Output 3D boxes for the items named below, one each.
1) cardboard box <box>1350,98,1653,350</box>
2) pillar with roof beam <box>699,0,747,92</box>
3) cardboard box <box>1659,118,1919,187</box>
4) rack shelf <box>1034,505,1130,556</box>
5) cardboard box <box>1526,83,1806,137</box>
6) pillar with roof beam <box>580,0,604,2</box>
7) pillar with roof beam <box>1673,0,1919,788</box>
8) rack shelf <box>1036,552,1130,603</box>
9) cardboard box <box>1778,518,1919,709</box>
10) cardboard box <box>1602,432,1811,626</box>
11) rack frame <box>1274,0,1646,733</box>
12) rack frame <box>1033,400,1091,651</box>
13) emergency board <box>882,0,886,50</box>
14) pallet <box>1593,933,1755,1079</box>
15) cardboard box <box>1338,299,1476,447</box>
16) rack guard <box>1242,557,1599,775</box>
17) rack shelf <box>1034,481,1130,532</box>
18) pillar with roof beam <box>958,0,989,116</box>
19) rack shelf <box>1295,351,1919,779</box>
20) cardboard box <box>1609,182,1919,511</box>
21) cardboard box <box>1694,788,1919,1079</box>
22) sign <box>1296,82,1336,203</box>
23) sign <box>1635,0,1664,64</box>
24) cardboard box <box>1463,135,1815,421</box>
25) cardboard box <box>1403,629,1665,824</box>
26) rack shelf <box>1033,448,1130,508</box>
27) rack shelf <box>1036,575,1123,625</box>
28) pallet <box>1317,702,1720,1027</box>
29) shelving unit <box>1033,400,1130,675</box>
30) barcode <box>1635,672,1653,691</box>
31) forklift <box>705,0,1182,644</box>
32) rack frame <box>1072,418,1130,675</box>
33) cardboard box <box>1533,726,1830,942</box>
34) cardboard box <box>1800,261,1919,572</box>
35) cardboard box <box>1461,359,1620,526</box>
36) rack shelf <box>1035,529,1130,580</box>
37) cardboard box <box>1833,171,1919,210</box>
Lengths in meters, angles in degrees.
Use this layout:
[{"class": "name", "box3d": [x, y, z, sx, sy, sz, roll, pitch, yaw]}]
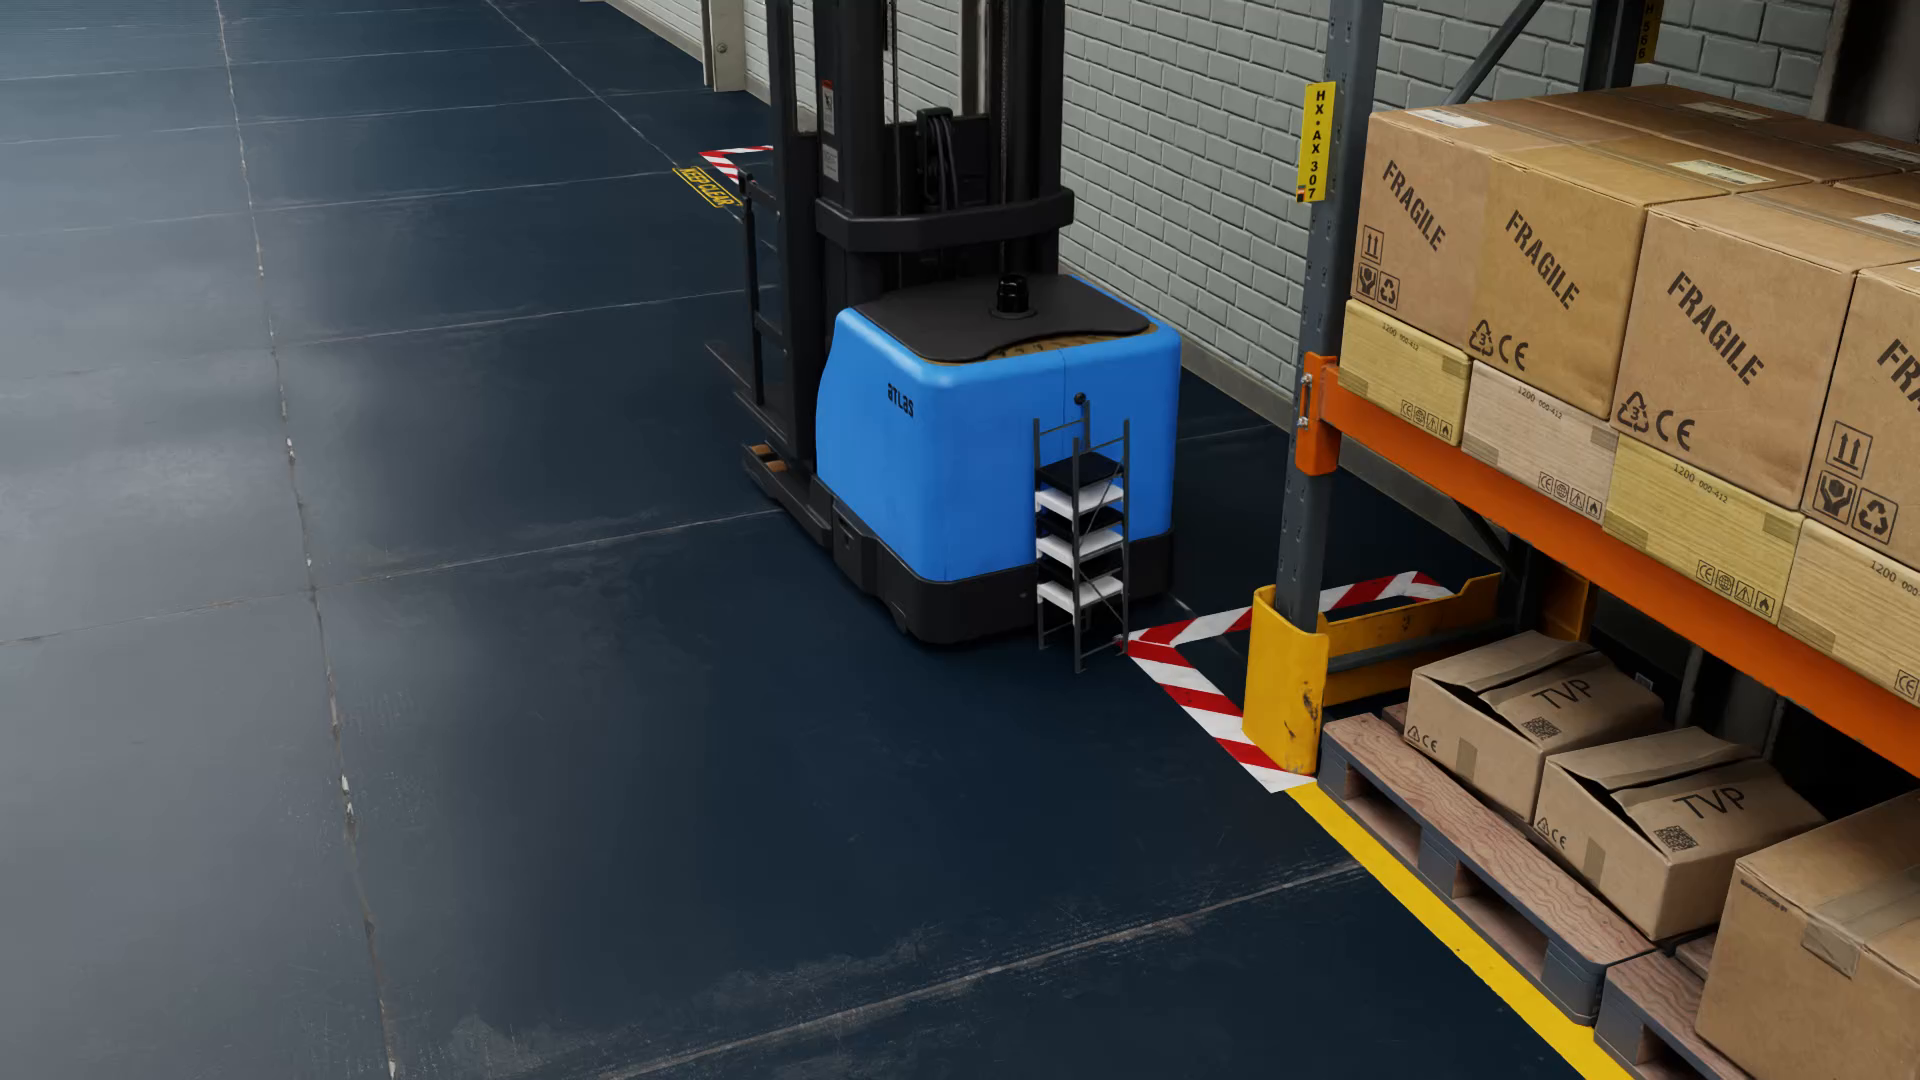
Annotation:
[{"class": "cardboard box", "box3d": [1.394, -0.834, 4.333, 0.500, 0.500, 0.500, -11, 28, -21]}, {"class": "pillar with roof beam", "box3d": [-6.107, -7.467, 11.786, 9.100, 9.000, 0.400, -11, 28, -21]}, {"class": "cardboard box", "box3d": [2.051, -0.720, 4.099, 0.500, 0.500, 0.500, -10, 28, -20]}, {"class": "rack shelf", "box3d": [0.418, -0.052, 5.687, 0.258, 0.077, 0.200, -21, 33, -30]}, {"class": "cardboard box", "box3d": [1.863, -0.925, 4.519, 0.500, 0.500, 0.500, -11, 28, -21]}, {"class": "pillar with roof beam", "box3d": [-8.457, -9.889, 16.747, 9.100, 9.000, 0.400, -11, 28, -21]}, {"class": "pillar with roof beam", "box3d": [-1.408, -2.622, 1.864, 9.100, 9.000, 0.400, -11, 28, -21]}, {"class": "rack shelf", "box3d": [0.425, 0.107, 5.771, 0.258, 0.077, 0.200, -21, 33, -30]}, {"class": "cardboard box", "box3d": [1.989, 0.128, 3.217, 0.500, 0.250, 0.500, -10, 28, -20]}, {"class": "cardboard box", "box3d": [1.793, -0.076, 3.636, 0.500, 0.250, 0.500, -11, 28, -21]}, {"class": "rack frame", "box3d": [1.483, -0.800, 4.970, 1.000, 3.000, 0.127, -11, 28, -21]}, {"class": "rack frame", "box3d": [0.361, -0.038, 5.788, 0.240, 0.900, 0.006, -21, 33, -30]}, {"class": "emergency board", "box3d": [-0.729, -4.093, 11.713, 0.194, 1.169, 0.643, -11, 28, -21]}, {"class": "pallet", "box3d": [2.272, 1.309, 3.828, 1.003, 0.211, 1.213, -11, 28, -21]}, {"class": "cardboard box", "box3d": [1.382, -0.490, 4.483, 0.500, 0.250, 0.500, -11, 28, -22]}, {"class": "rack guard", "box3d": [1.513, 0.354, 5.456, 1.175, 0.500, 0.348, -11, 28, -21]}, {"class": "rack shelf", "box3d": [0.414, -0.132, 5.645, 0.258, 0.077, 0.200, -21, 33, -30]}, {"class": "pillar with roof beam", "box3d": [-3.758, -5.045, 6.825, 9.100, 9.000, 0.400, -11, 28, -21]}, {"class": "rack shelf", "box3d": [2.266, 0.331, 3.474, 1.077, 0.370, 4.000, -11, 28, -21]}, {"class": "cardboard box", "box3d": [1.775, -0.423, 3.492, 0.500, 0.500, 0.500, -12, 28, -22]}, {"class": "cardboard box", "box3d": [2.136, 0.955, 3.723, 0.700, 0.500, 0.500, -12, 29, -24]}, {"class": "sign", "box3d": [0.984, -1.096, 4.589, 0.100, 0.325, 0.005, -11, 28, -21]}, {"class": "sign", "box3d": [2.002, -1.550, 4.825, 0.100, 0.325, 0.005, -11, 28, -21]}, {"class": "cardboard box", "box3d": [1.578, -0.633, 3.921, 0.500, 0.500, 0.500, -10, 28, -20]}, {"class": "cardboard box", "box3d": [1.671, 0.505, 4.860, 0.500, 0.311, 0.500, -14, 29, -26]}, {"class": "rack shelf", "box3d": [0.411, -0.212, 5.604, 0.258, 0.077, 0.200, -21, 33, -30]}, {"class": "rack shelf", "box3d": [0.429, 0.186, 5.813, 0.258, 0.077, 0.200, -21, 33, -30]}, {"class": "pallet", "box3d": [1.799, 0.818, 4.835, 1.003, 0.211, 1.213, -11, 28, -21]}, {"class": "shelving unit", "box3d": [0.420, -0.002, 5.714, 0.258, 0.900, 0.210, -21, 33, -30]}, {"class": "barcode", "box3d": [2.046, 0.440, 4.983, 0.001, 0.075, 0.075, -11, 28, -21]}, {"class": "forklift", "box3d": [-0.302, -1.568, 6.621, 1.130, 2.935, 3.031, -12, 29, -23]}, {"class": "rack frame", "box3d": [0.480, 0.034, 5.640, 0.240, 0.900, 0.006, -21, 33, -30]}, {"class": "cardboard box", "box3d": [1.895, 0.735, 4.388, 0.500, 0.311, 0.500, -8, 27, -16]}, {"class": "cardboard box", "box3d": [1.988, -0.217, 3.069, 0.500, 0.500, 0.500, -10, 28, -19]}, {"class": "cardboard box", "box3d": [1.599, -0.283, 4.059, 0.500, 0.250, 0.500, -11, 28, -22]}, {"class": "rack shelf", "box3d": [0.422, 0.027, 5.729, 0.258, 0.077, 0.200, -21, 33, -30]}, {"class": "cardboard box", "box3d": [2.258, -0.512, 3.673, 0.500, 0.500, 0.500, -11, 28, -22]}]
